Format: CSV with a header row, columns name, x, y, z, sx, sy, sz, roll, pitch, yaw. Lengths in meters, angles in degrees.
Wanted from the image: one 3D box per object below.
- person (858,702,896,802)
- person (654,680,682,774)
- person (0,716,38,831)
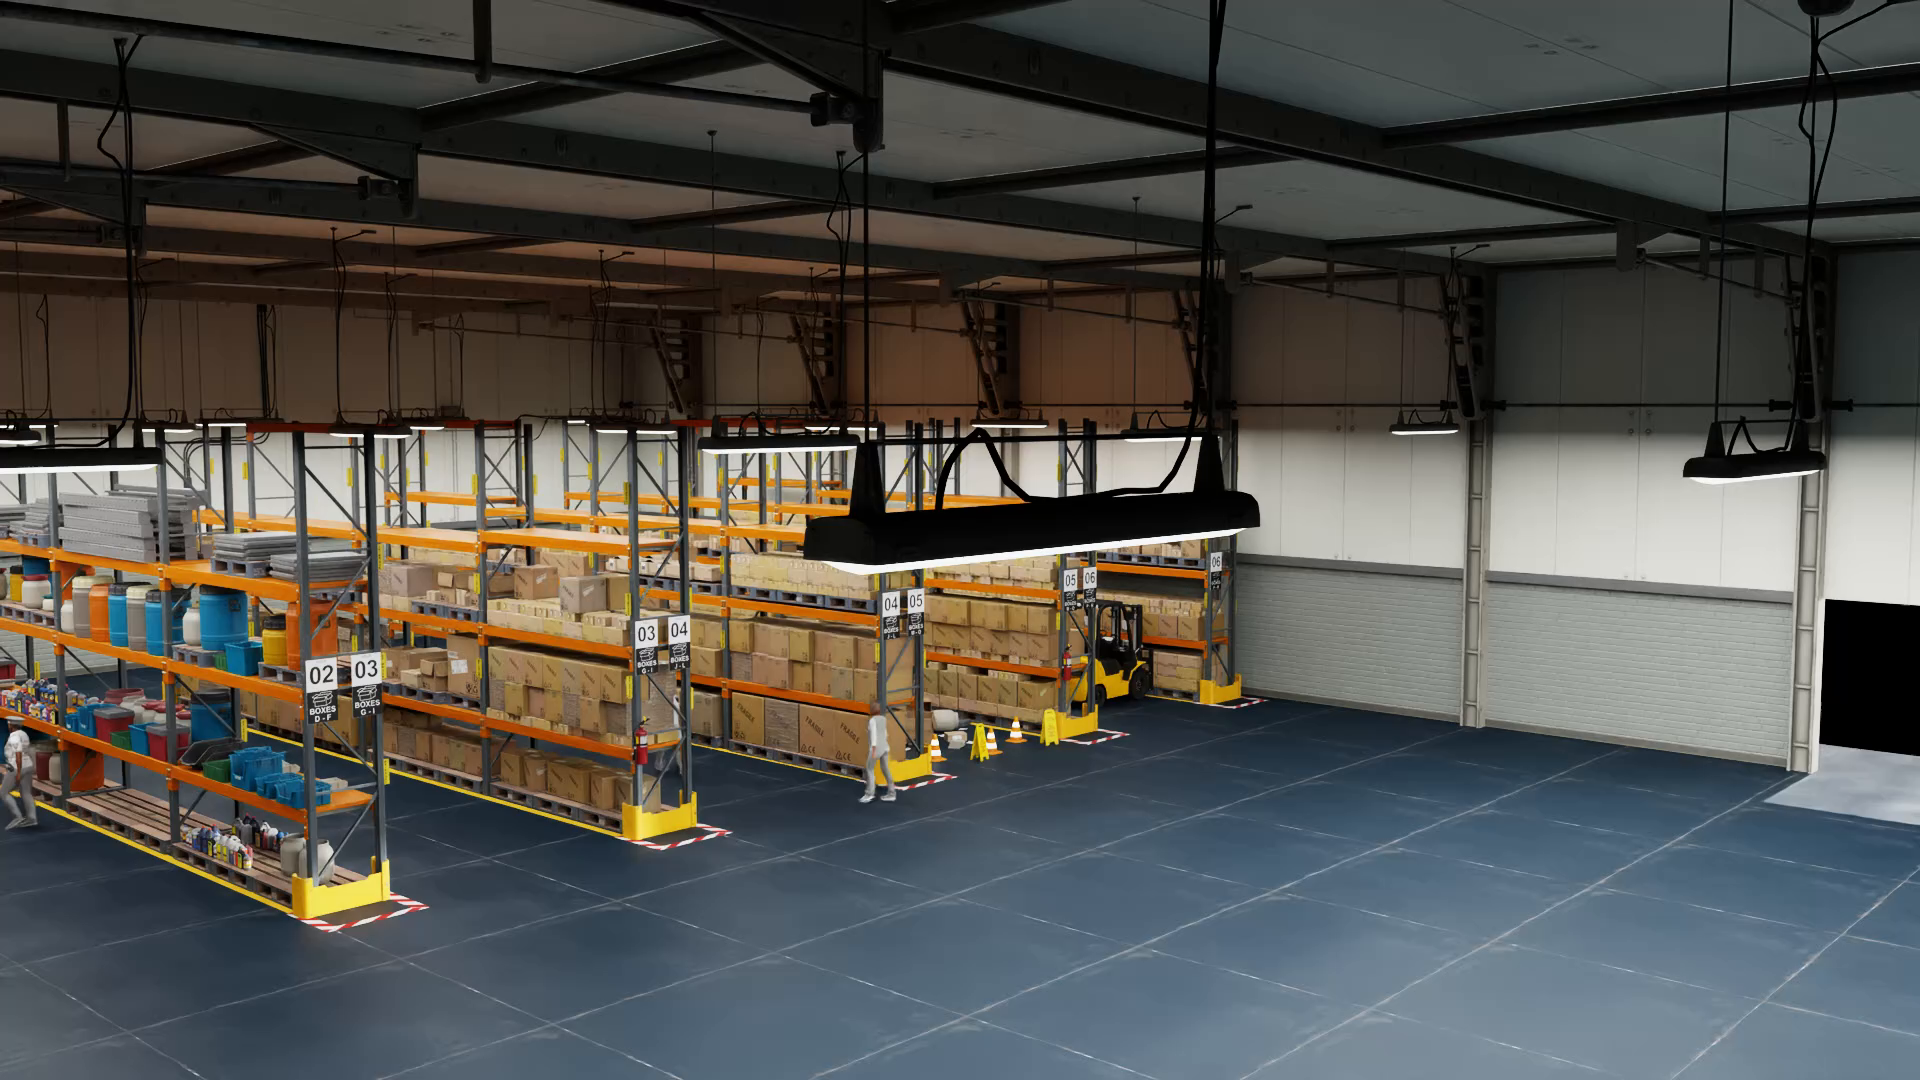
name,x,y,z,sx,sy,sz,roll,pitch,yaw
person,-1.288,3.388,26.503,0.615,1.620,0.472,2,5,28
person,-4.913,3.189,28.436,0.482,1.607,0.937,-4,6,-43
person,-14.059,3.471,24.855,0.495,1.660,0.527,0,5,-1
